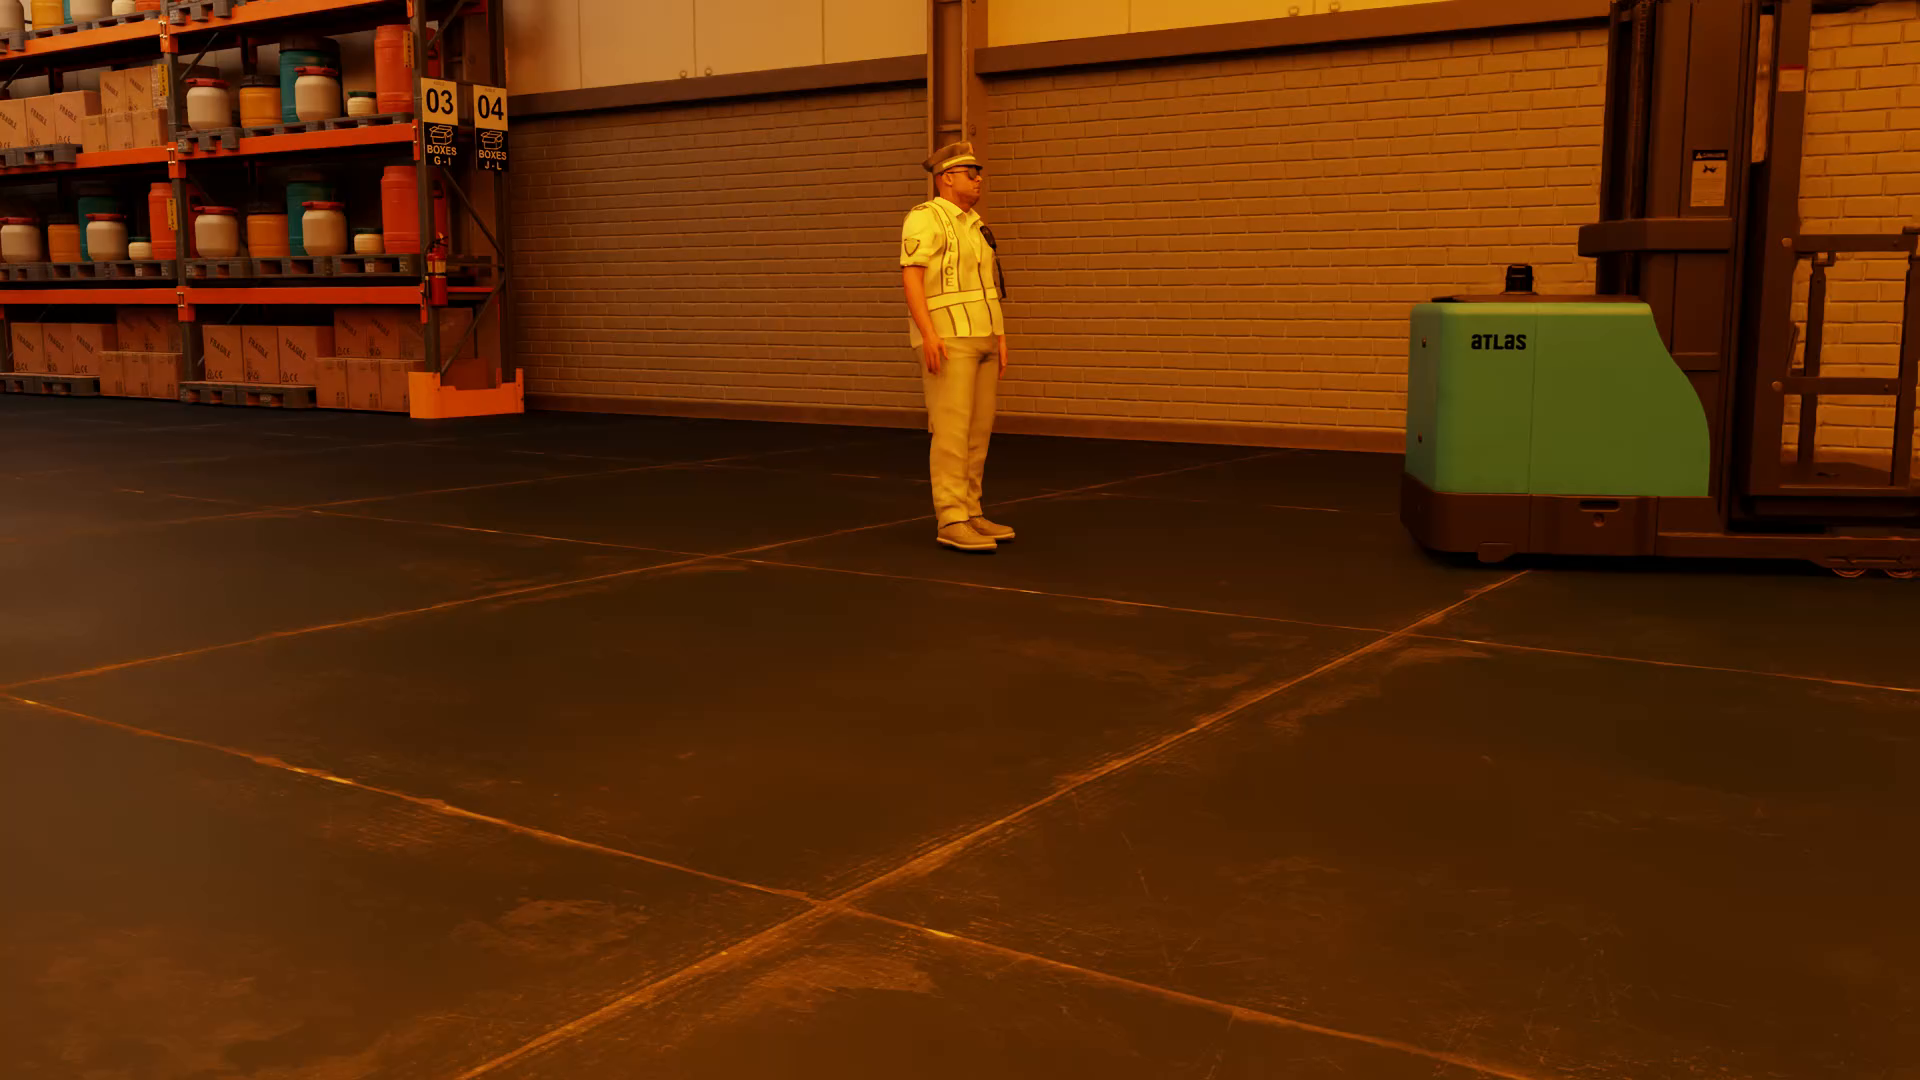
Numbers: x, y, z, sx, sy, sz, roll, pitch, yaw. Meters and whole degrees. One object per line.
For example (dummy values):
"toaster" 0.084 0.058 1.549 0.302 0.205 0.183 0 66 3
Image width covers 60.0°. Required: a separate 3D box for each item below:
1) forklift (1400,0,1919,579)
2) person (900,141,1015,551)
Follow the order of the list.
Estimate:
"forklift" 3.483 -1.378 6.885 3.031 2.935 1.130 1 8 7
"person" 0.058 -0.882 7.424 0.574 1.780 0.641 5 10 34
